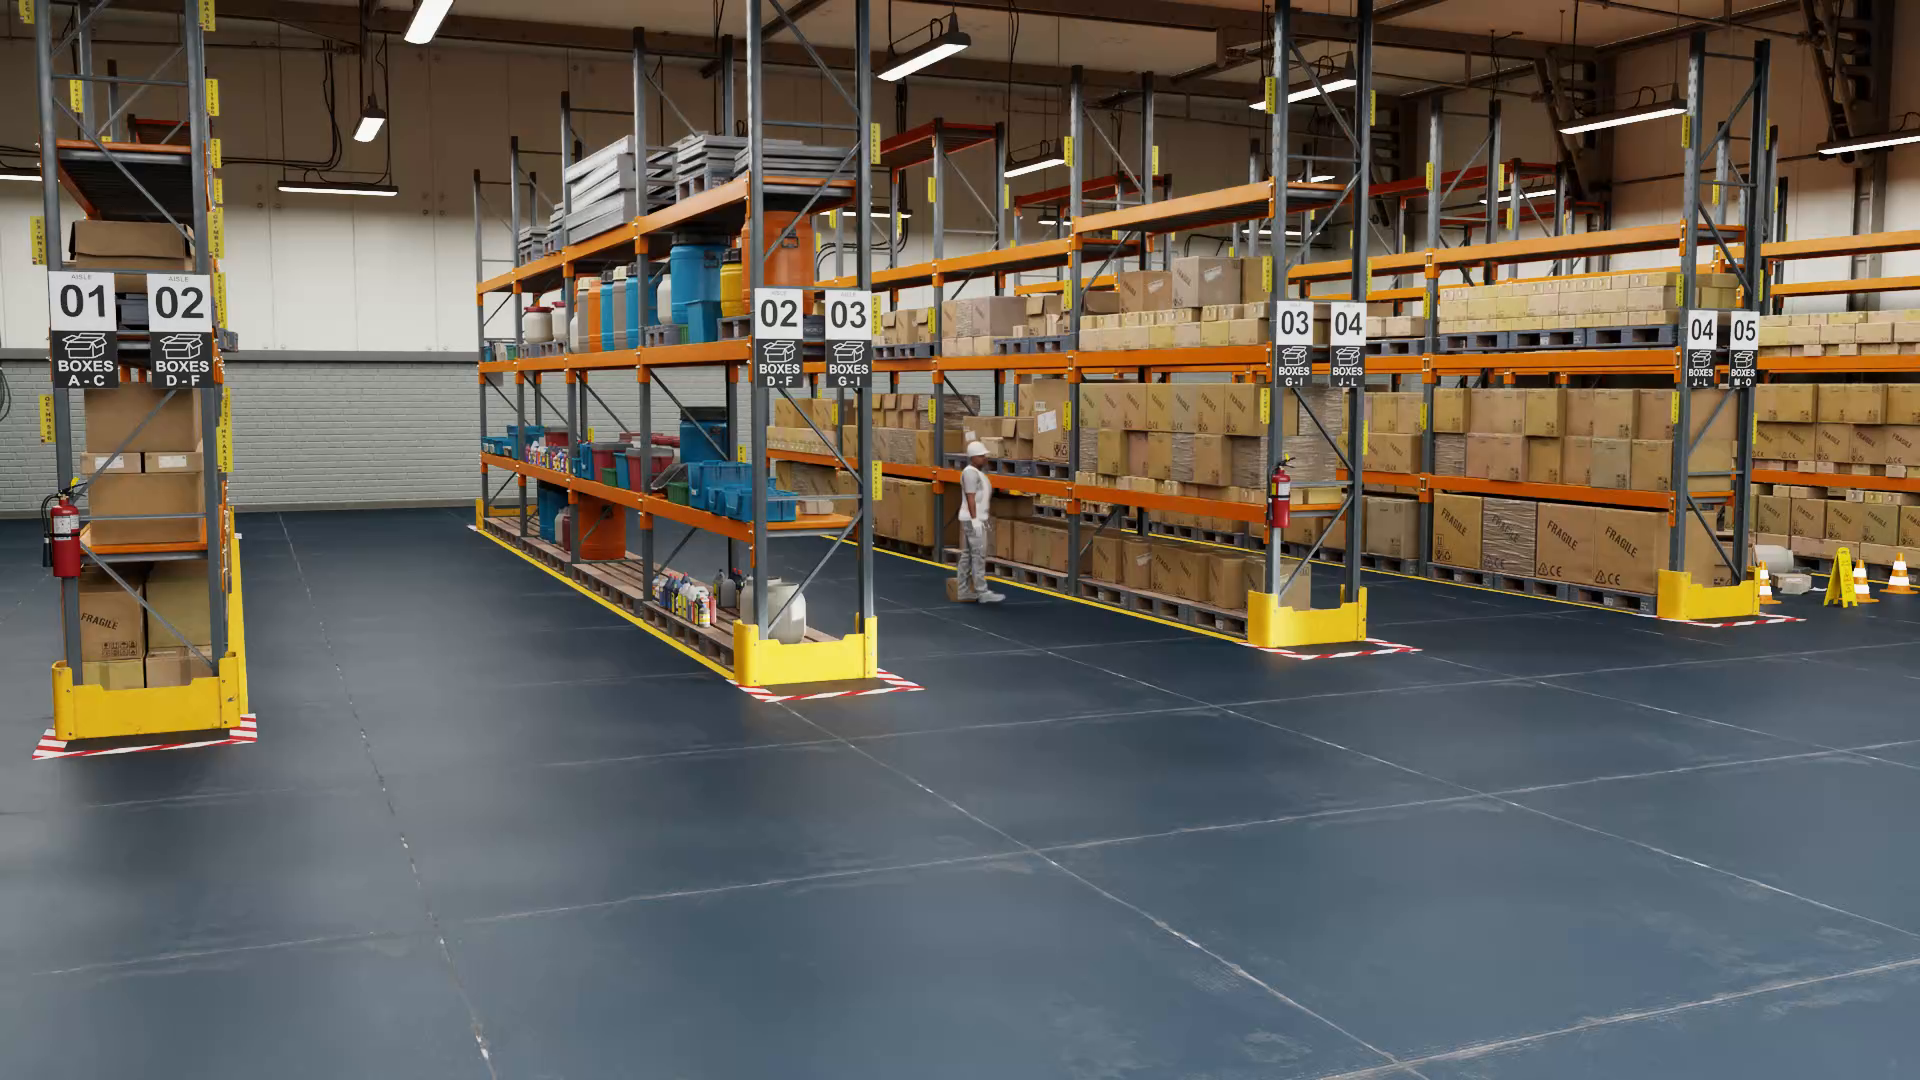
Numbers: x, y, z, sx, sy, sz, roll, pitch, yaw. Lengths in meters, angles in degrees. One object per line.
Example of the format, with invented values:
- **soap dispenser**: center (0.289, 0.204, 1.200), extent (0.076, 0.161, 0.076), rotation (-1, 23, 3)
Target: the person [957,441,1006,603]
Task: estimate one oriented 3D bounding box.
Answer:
- **person**: center (0.233, -0.202, 18.472), extent (0.574, 1.783, 0.646), rotation (0, 5, 4)
